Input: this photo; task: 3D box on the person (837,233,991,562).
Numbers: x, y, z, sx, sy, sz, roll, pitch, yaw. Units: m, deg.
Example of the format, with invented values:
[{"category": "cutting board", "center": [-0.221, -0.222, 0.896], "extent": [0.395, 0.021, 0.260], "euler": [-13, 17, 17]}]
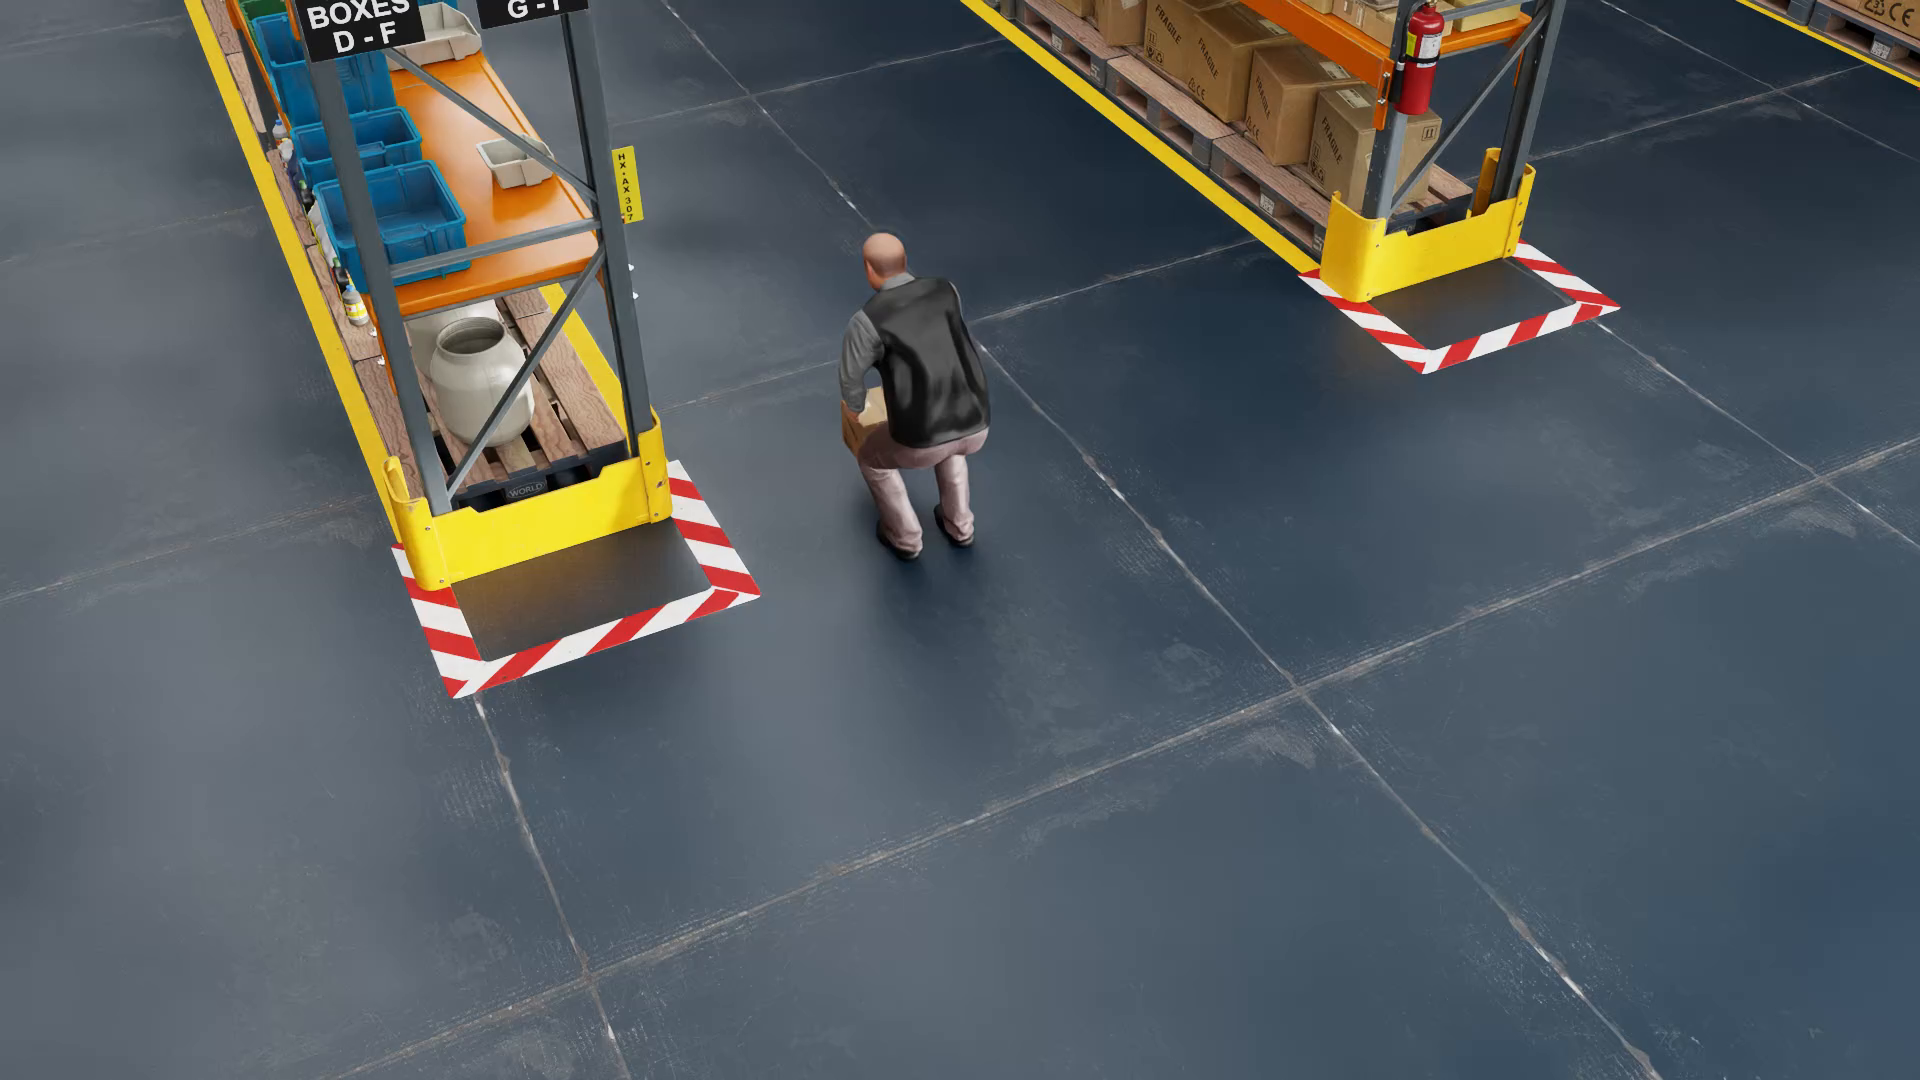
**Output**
[{"category": "person", "center": [-0.197, -0.551, 7.036], "extent": [0.591, 1.434, 0.689], "euler": [-19, 44, -20]}]
